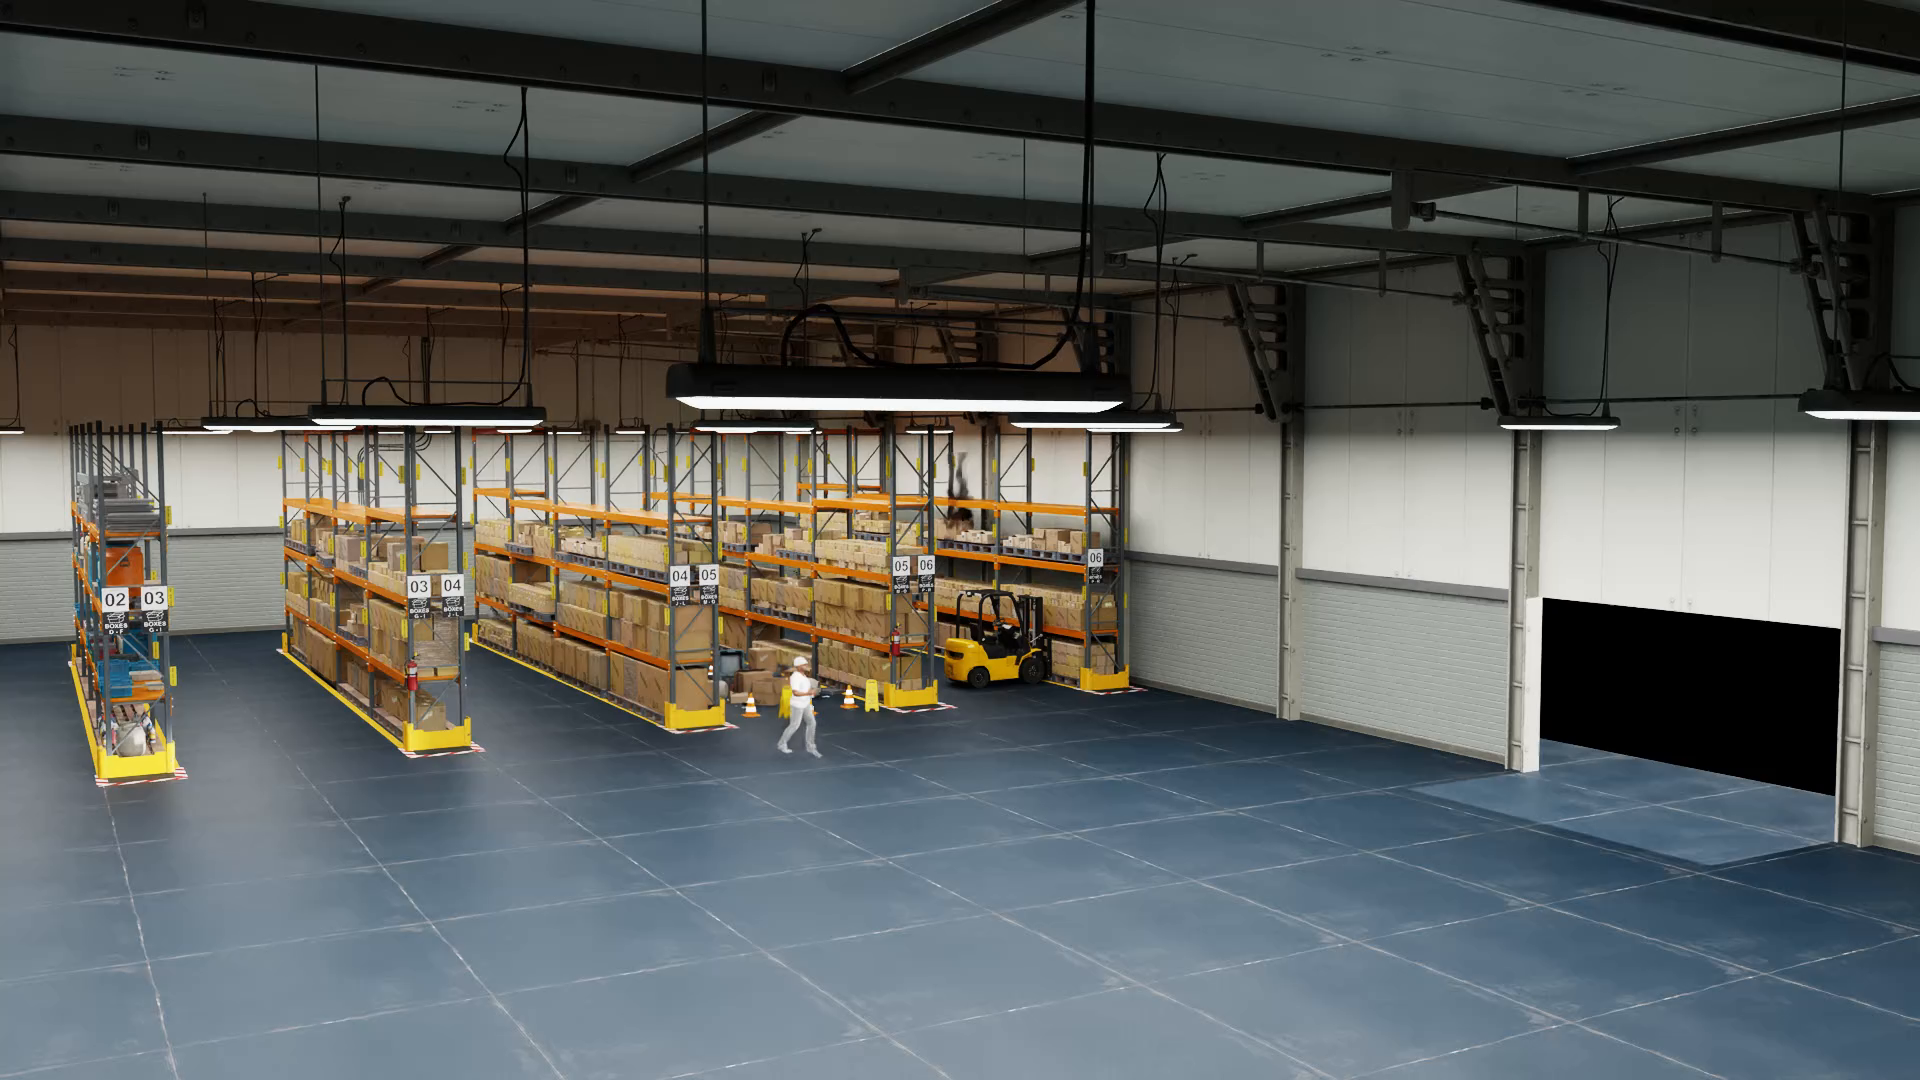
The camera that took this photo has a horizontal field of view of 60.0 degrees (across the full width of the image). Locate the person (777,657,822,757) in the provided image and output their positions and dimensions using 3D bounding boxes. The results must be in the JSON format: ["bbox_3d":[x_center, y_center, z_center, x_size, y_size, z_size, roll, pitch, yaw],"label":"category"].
[{"bbox_3d":[-2.894,2.995,29.742,0.802,1.820,0.685,1,4,16],"label":"person"}]

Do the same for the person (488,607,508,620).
[{"bbox_3d":[-13.356,1.900,48.175,0.537,1.712,0.829,3,4,37],"label":"person"}]
